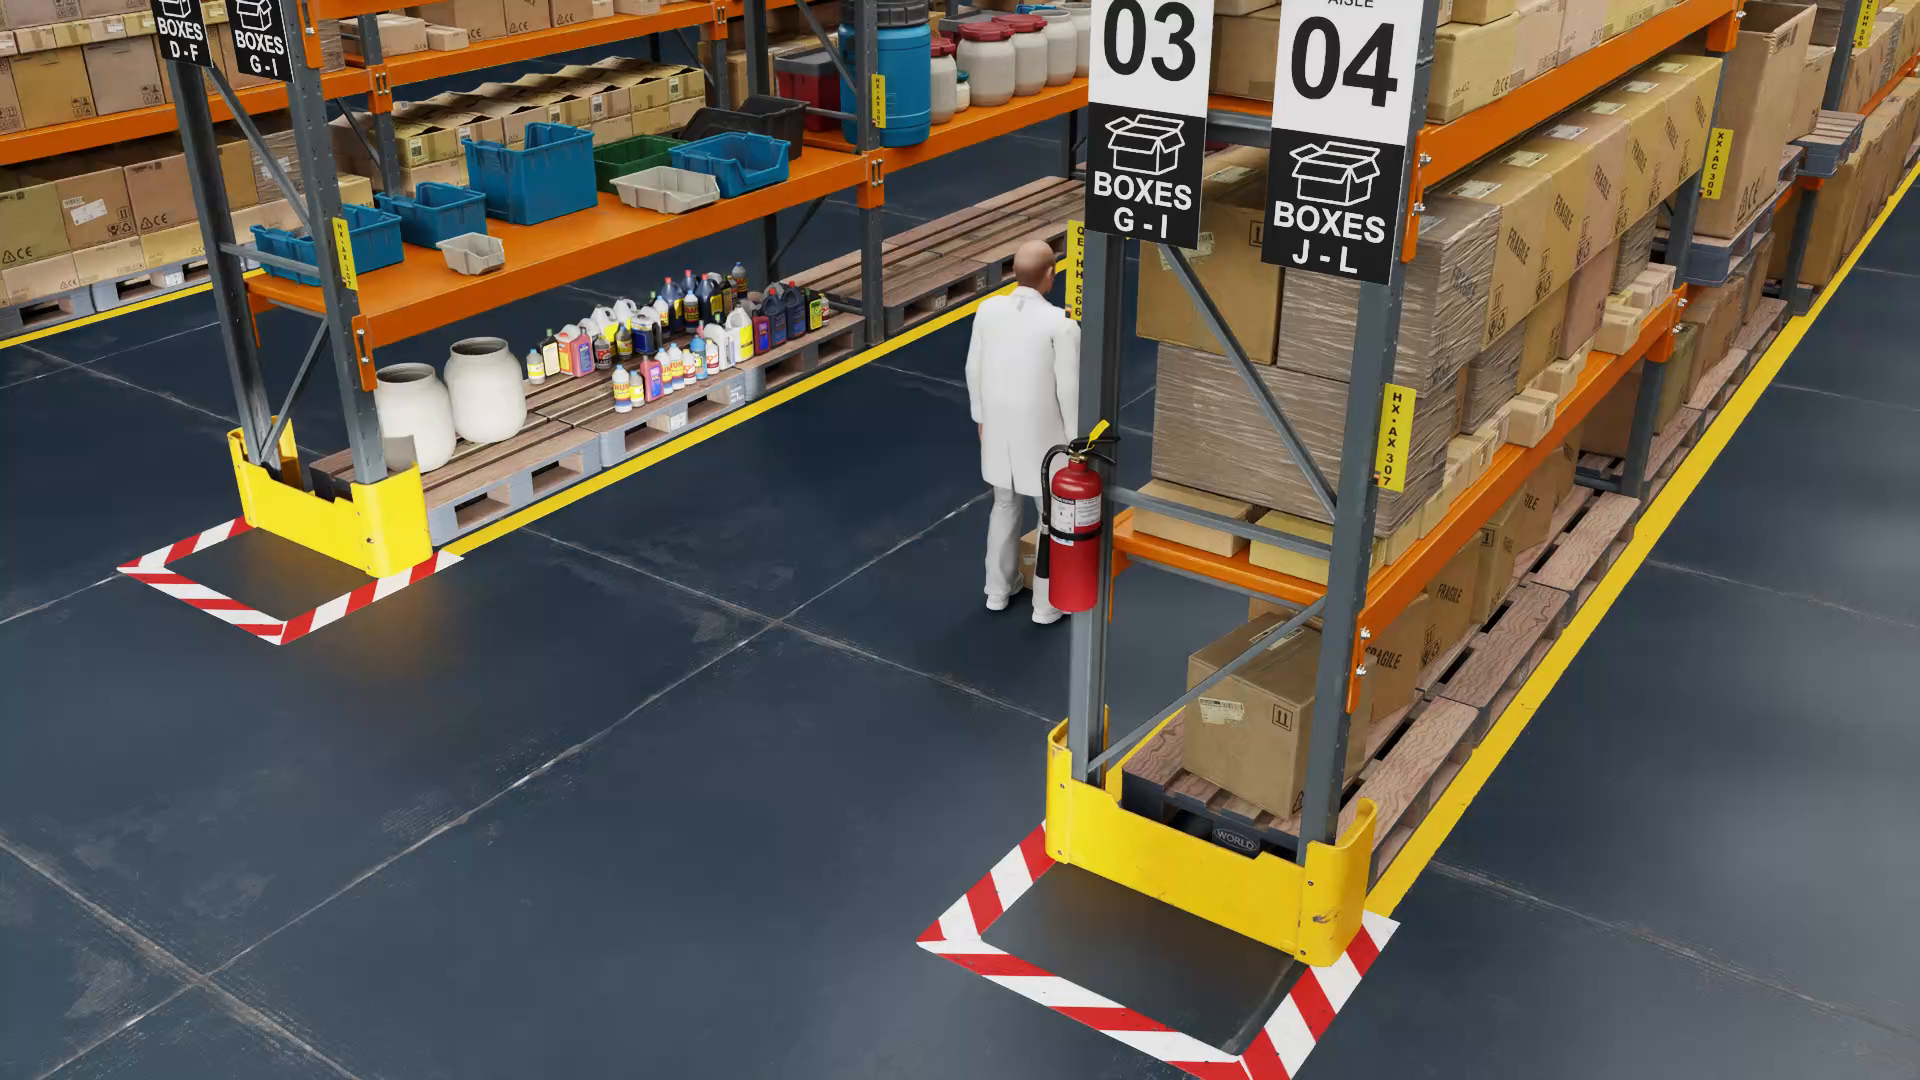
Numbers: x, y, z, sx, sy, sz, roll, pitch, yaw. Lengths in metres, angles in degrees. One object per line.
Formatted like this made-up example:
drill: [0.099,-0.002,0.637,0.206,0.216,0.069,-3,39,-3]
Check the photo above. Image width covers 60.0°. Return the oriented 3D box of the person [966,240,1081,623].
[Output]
person: [0.319,-0.490,7.612,0.644,1.774,0.424,17,31,31]
